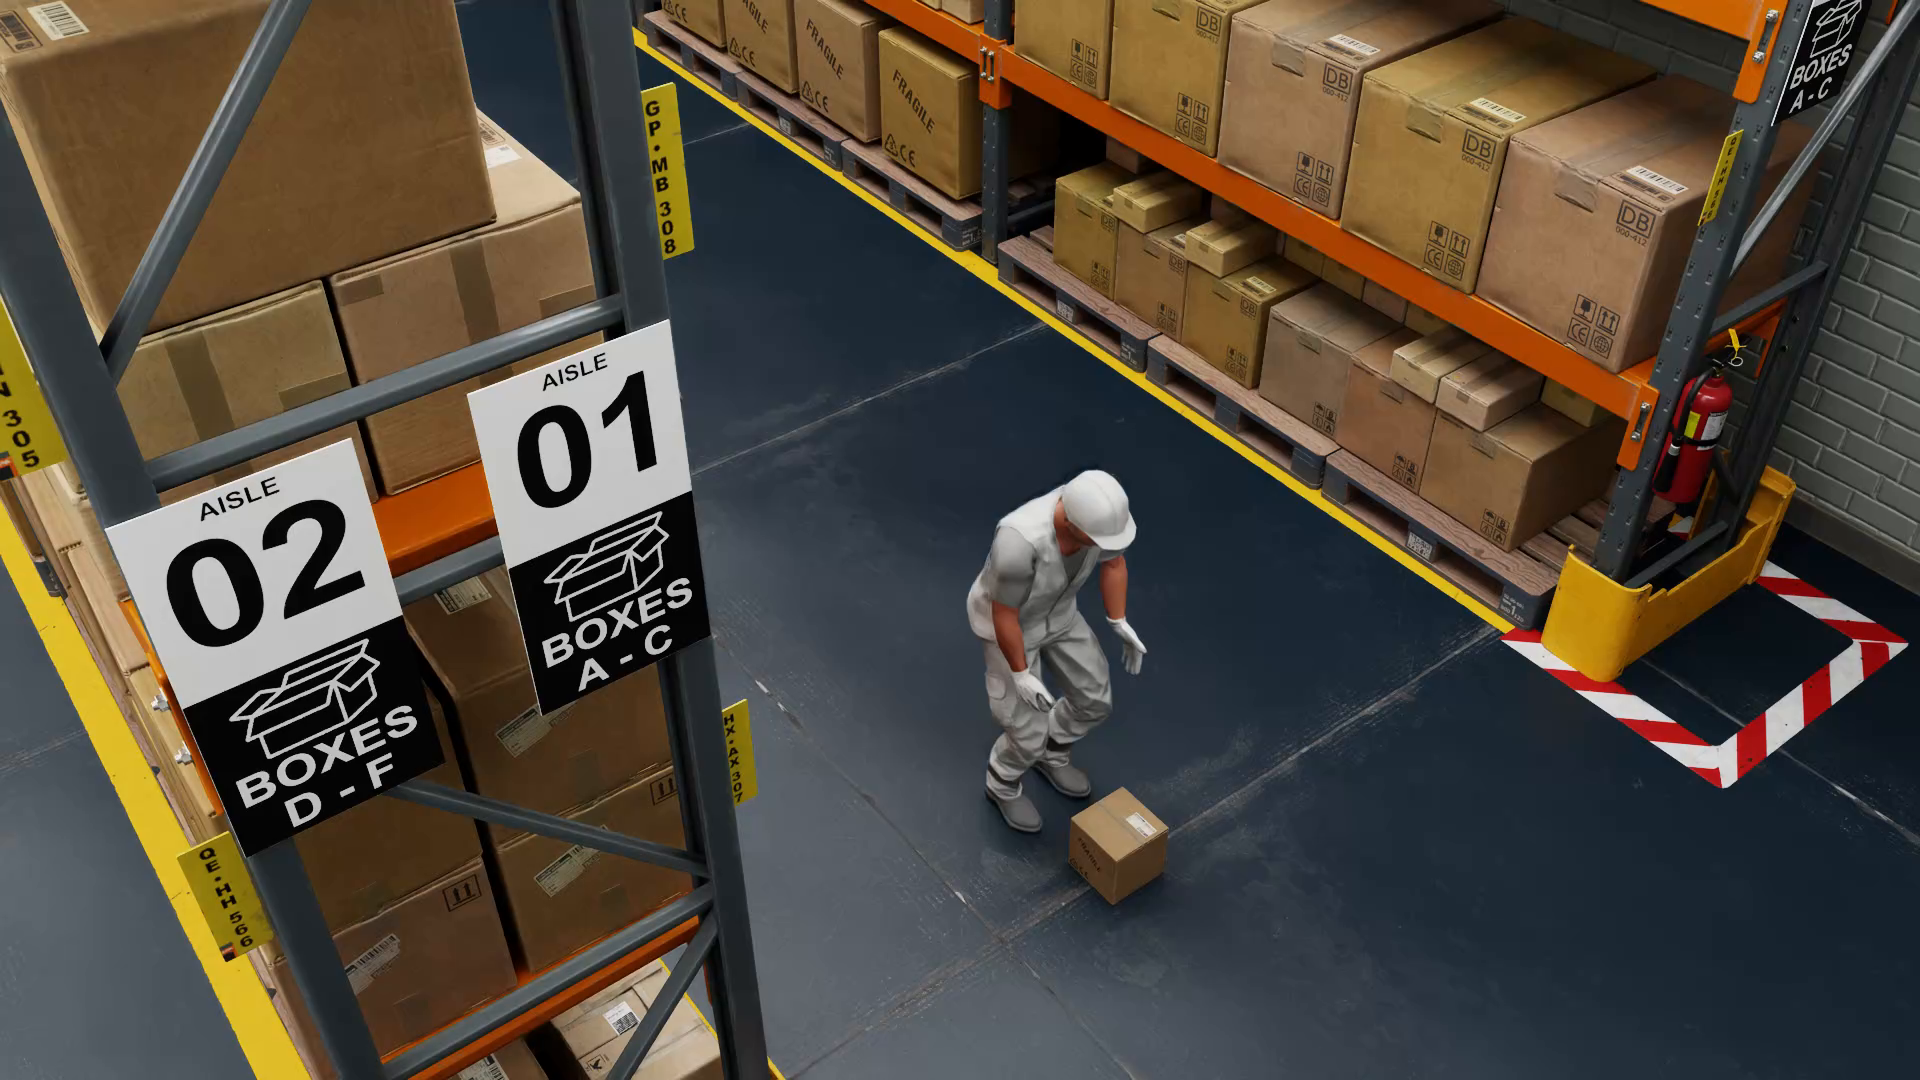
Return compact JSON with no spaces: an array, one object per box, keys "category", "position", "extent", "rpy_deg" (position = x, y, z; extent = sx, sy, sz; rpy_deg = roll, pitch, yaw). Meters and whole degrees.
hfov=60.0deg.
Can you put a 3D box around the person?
[{"category":"person","position":[0.337,0.342,5.858],"extent":[0.568,1.627,0.602],"rpy_deg":[-25,46,-27]}]
